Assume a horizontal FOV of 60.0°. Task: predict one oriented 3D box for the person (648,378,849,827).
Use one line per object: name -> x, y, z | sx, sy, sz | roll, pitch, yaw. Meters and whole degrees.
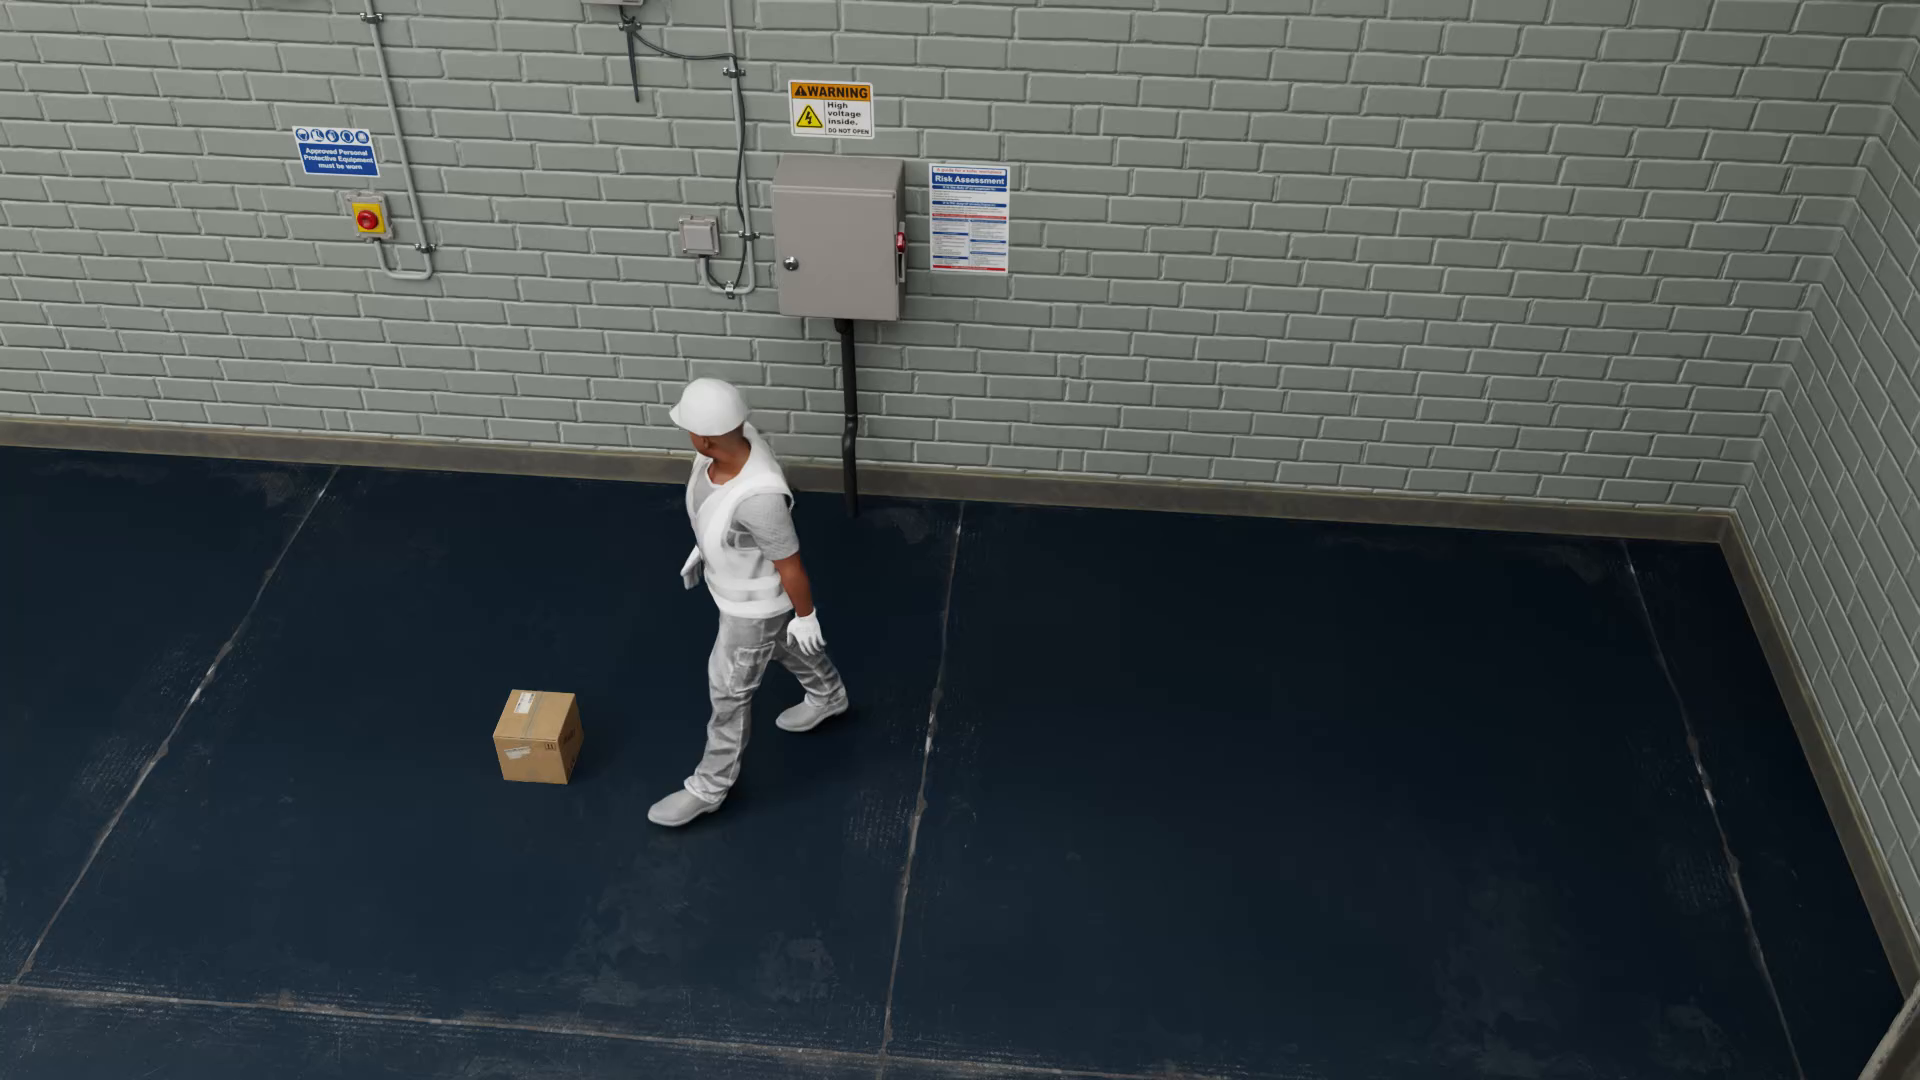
person -> -0.820, 0.175, 5.915 | 0.892, 1.750, 0.586 | -14, 42, -16
